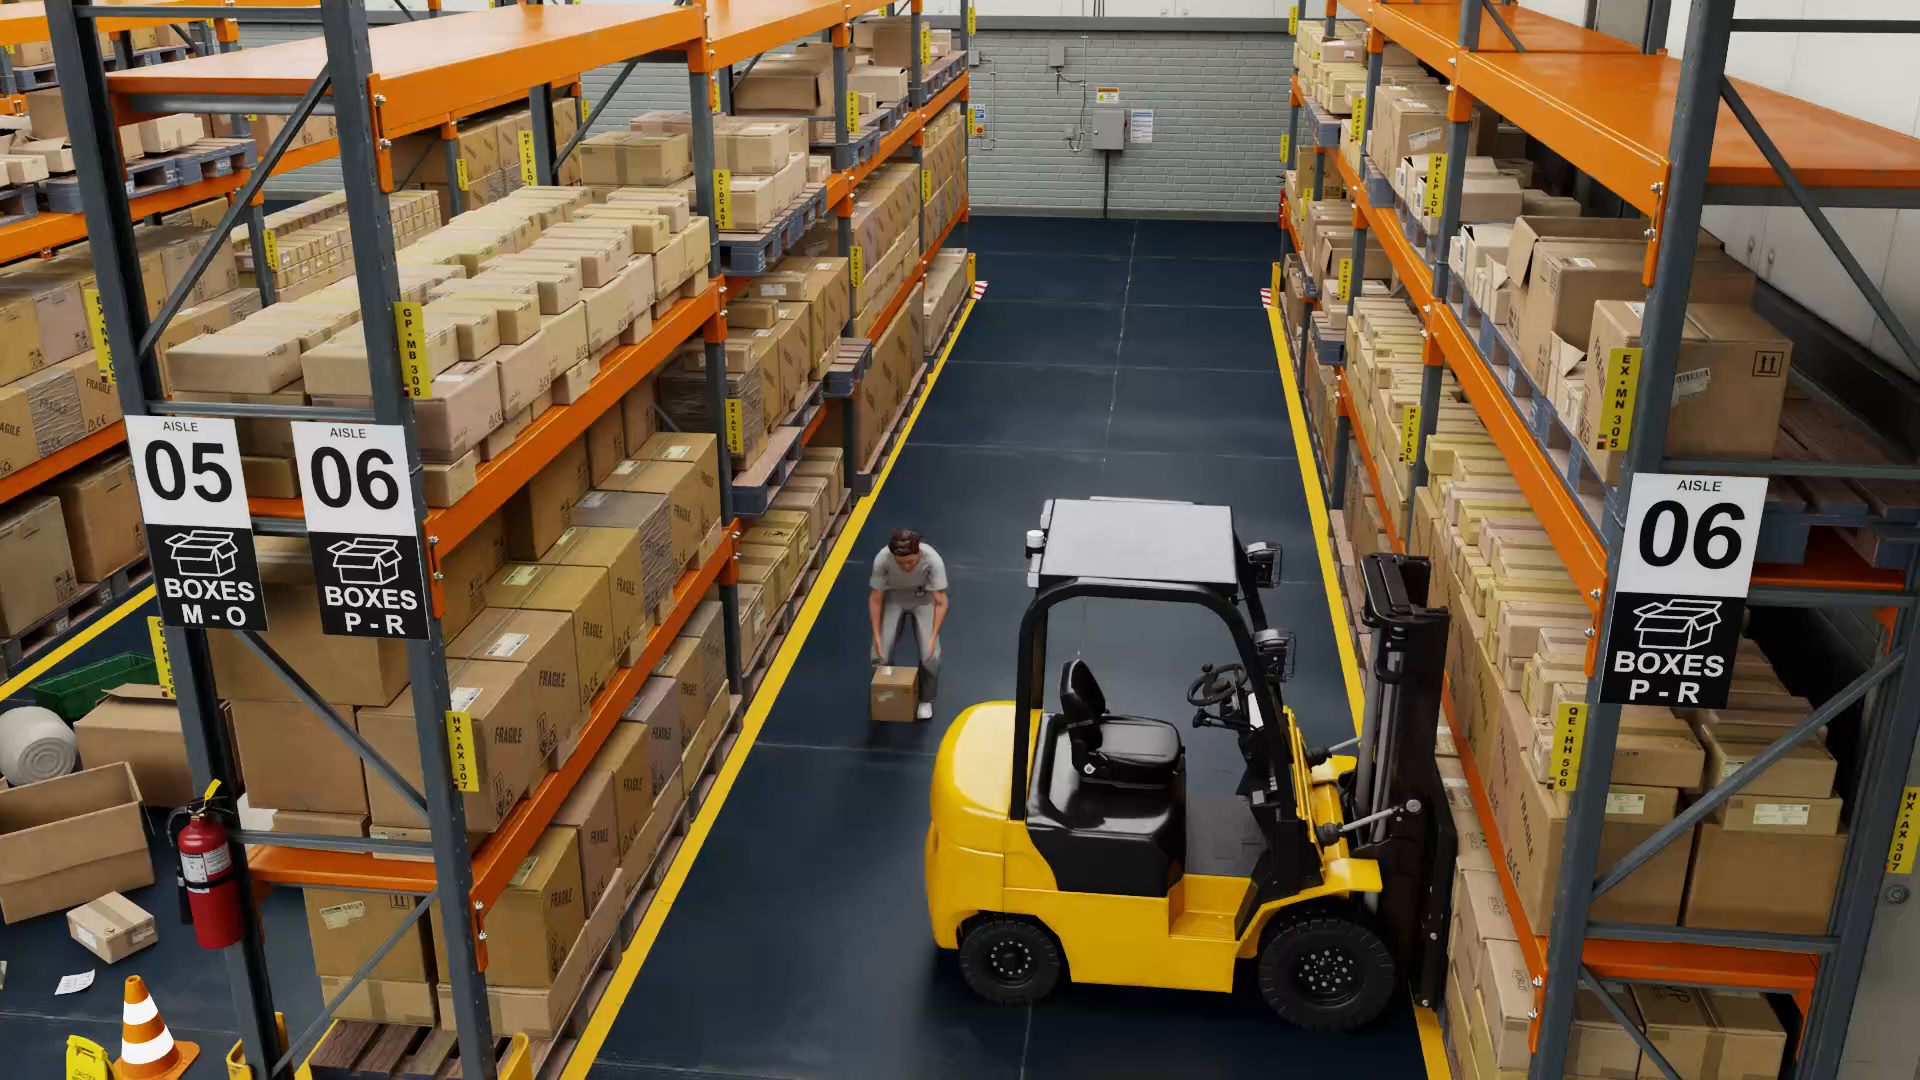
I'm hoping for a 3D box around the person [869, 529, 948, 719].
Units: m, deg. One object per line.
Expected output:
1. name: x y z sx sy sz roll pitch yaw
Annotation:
1. person: -0.306 0.481 10.326 0.491 1.335 0.665 3 21 6
